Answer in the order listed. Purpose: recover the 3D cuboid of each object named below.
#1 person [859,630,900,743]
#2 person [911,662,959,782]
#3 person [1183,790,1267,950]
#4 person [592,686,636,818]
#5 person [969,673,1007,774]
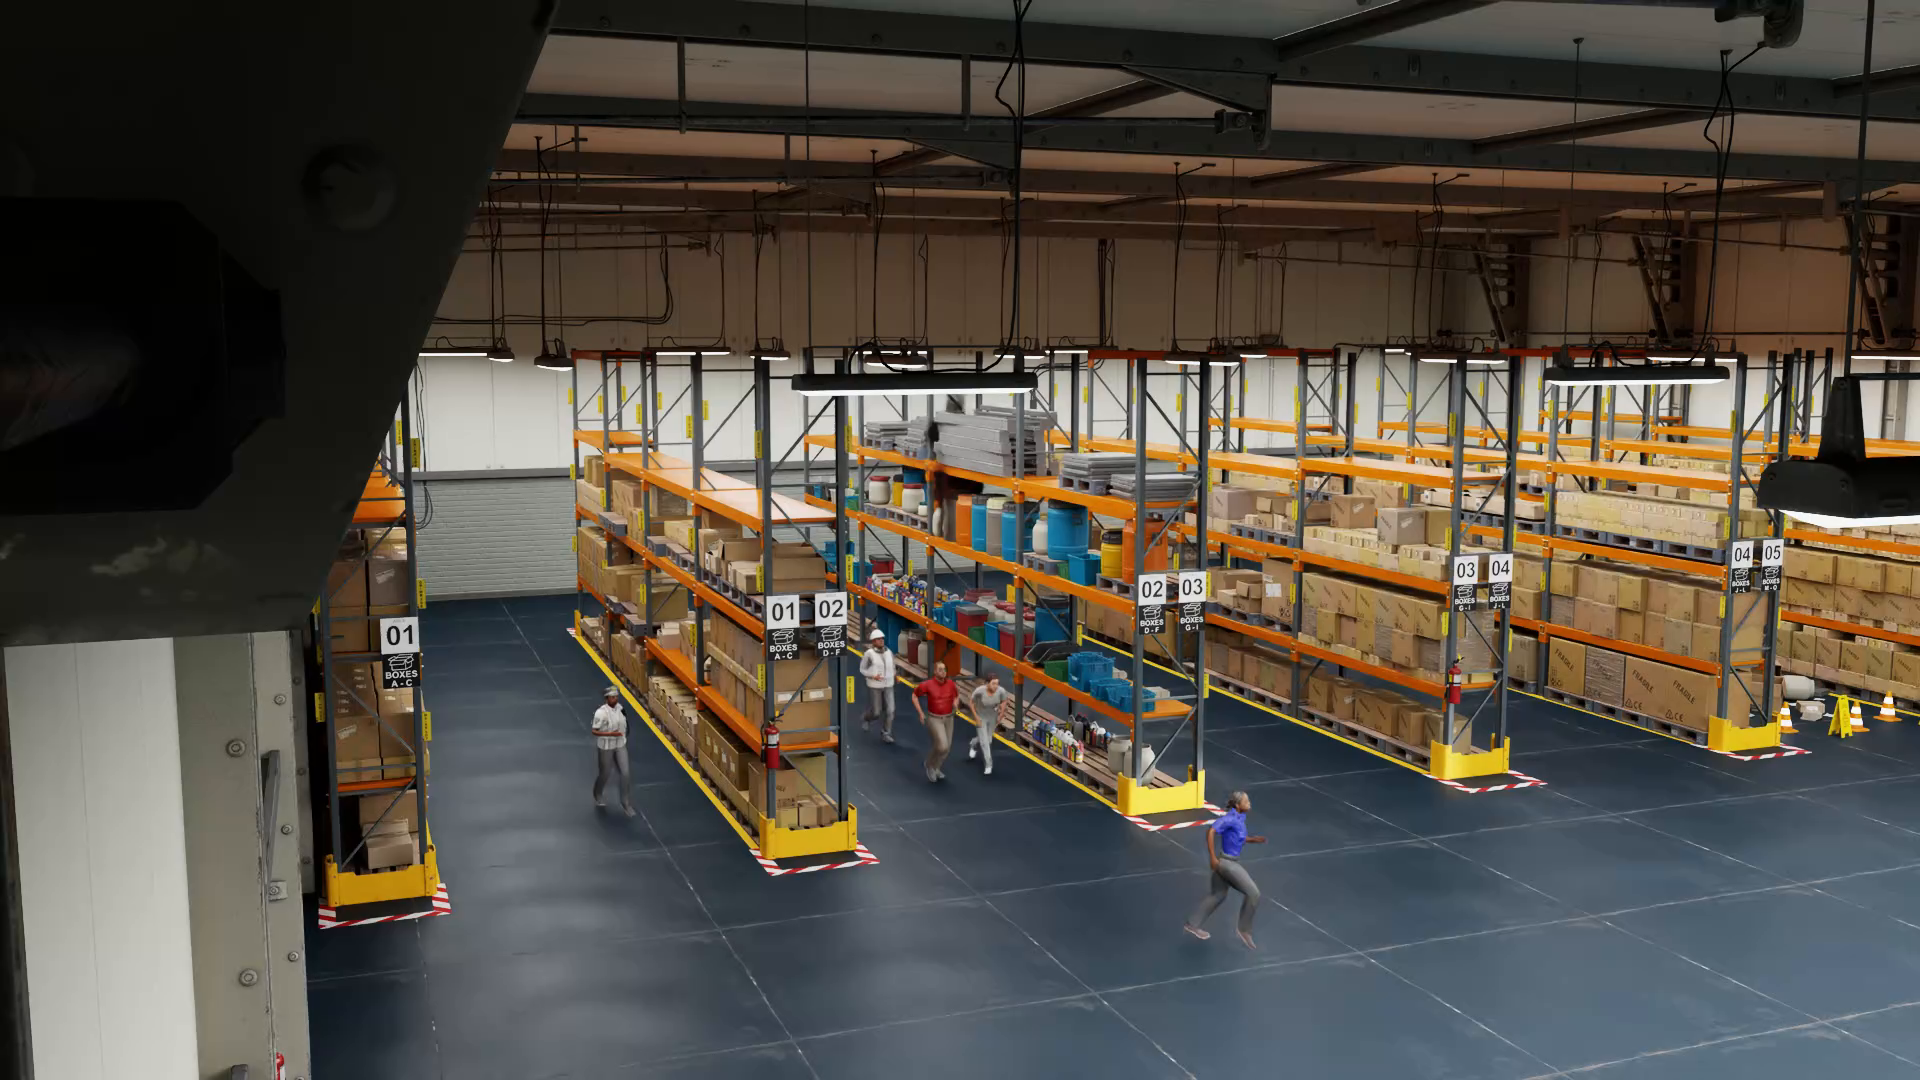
[{"bbox_3d":[-1.252,2.259,25.901,0.669,1.733,0.760,-4,8,-31],"label":"person"},{"bbox_3d":[-0.263,2.577,23.458,0.648,1.703,0.649,-5,9,-35],"label":"person"},{"bbox_3d":[2.734,3.400,17.156,0.836,1.688,0.599,1,7,11],"label":"person"},{"bbox_3d":[-4.618,2.760,21.956,0.569,1.731,0.851,-6,9,-40],"label":"person"},{"bbox_3d":[0.371,2.605,24.171,0.566,1.520,0.972,-2,7,-16],"label":"person"}]
